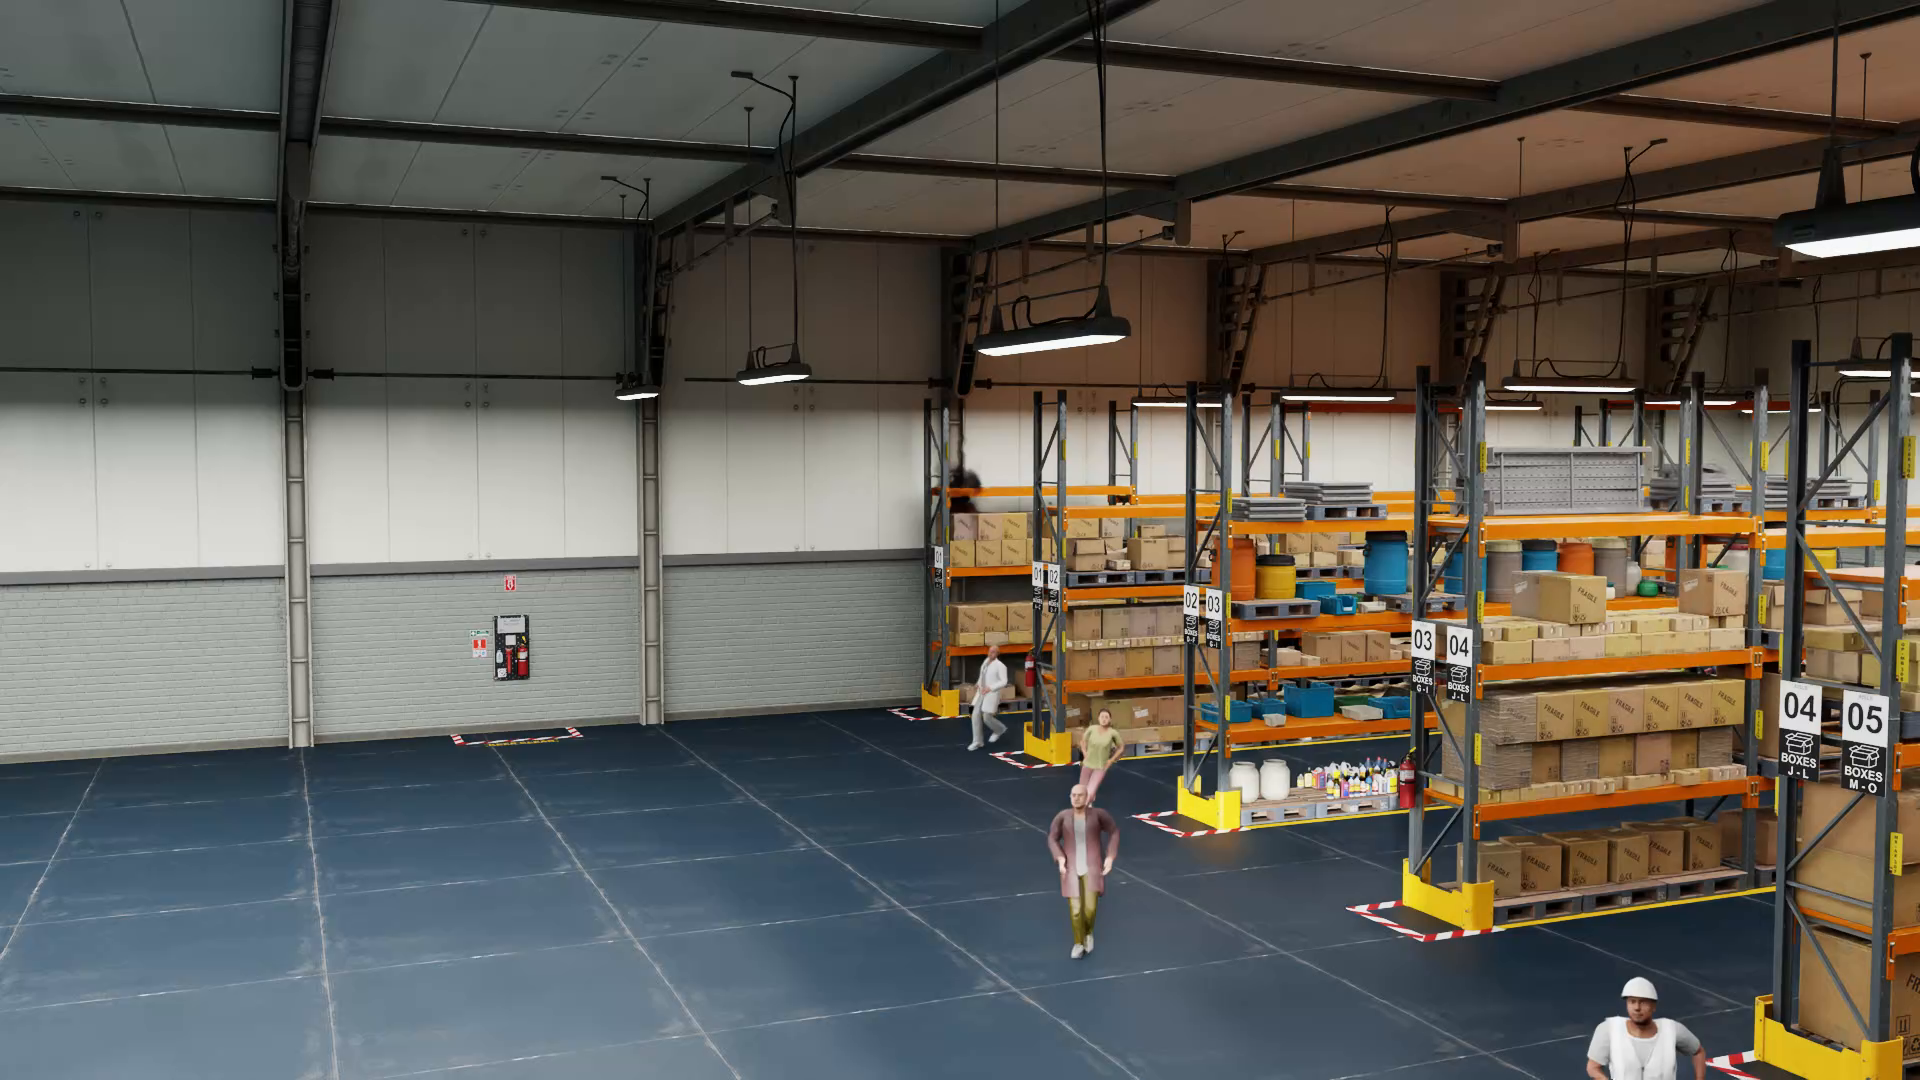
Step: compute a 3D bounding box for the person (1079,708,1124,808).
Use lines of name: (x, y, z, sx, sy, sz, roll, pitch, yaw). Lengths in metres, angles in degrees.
person: (1.891, 3.050, 22.458, 0.636, 1.601, 0.781, 1, 4, 20)

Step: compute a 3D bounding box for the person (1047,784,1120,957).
person: (1.217, 3.317, 16.626, 0.721, 1.738, 0.585, 1, 3, 11)

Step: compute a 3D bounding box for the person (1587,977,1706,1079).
person: (4.324, 3.589, 10.511, 0.686, 1.657, 0.798, 2, 4, 27)

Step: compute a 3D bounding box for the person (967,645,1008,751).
person: (0.538, 2.650, 28.049, 0.740, 1.770, 0.862, 3, 5, 43)
